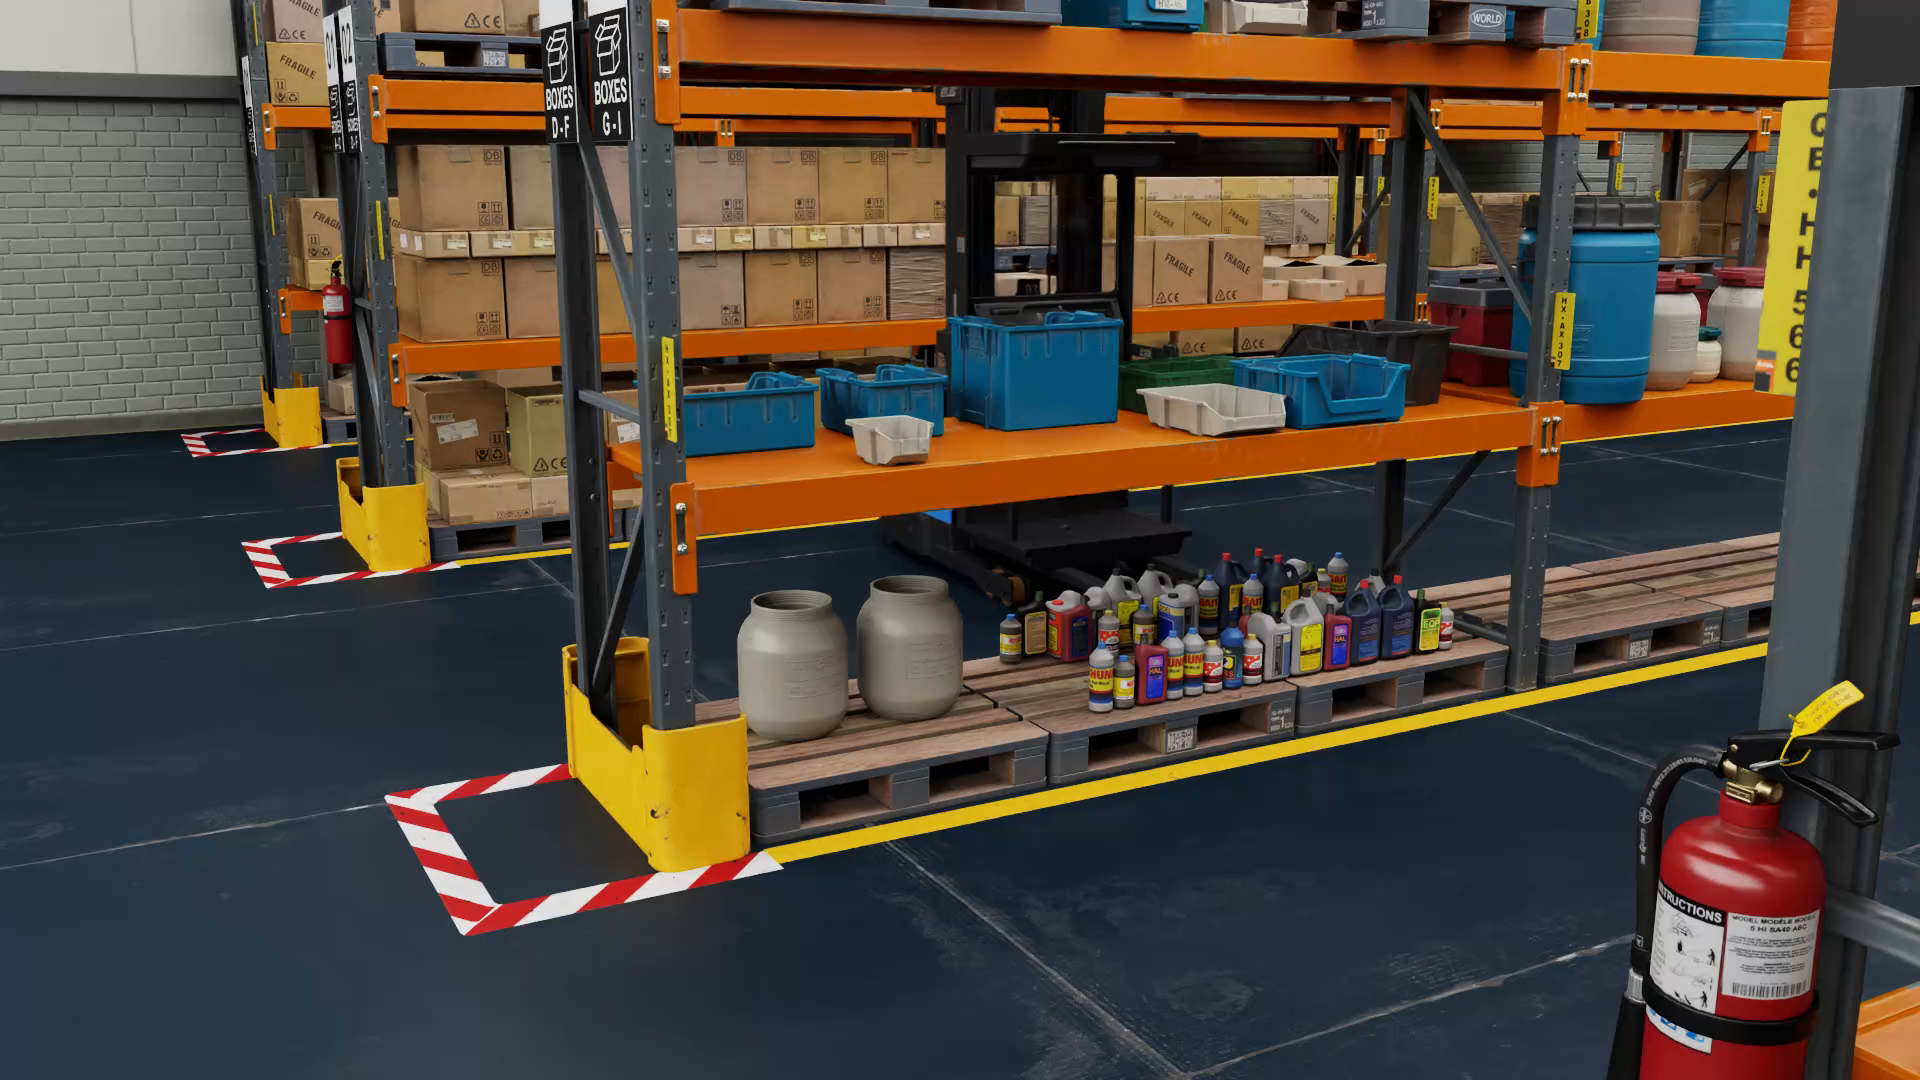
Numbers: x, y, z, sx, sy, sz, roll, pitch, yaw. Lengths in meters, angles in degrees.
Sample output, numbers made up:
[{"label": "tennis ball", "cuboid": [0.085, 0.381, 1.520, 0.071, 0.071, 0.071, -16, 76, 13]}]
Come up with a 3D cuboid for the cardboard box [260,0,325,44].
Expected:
[{"label": "cardboard box", "cuboid": [-5.472, -4.361, 13.772, 0.500, 0.500, 0.500, -8, 15, -32]}]

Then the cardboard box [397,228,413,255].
[{"label": "cardboard box", "cuboid": [-3.306, -1.845, 10.271, 0.250, 0.149, 0.380, -7, 15, -29]}]

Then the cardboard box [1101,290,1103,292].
[{"label": "cardboard box", "cuboid": [0.837, -1.755, 12.148, 0.250, 0.149, 0.380, -7, 14, -28]}]

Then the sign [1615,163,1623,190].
[{"label": "sign", "cuboid": [8.365, -4.615, 21.107, 0.005, 0.325, 0.100, -7, 14, -28]}]

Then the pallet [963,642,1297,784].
[{"label": "pallet", "cuboid": [0.649, 0.683, 7.092, 1.213, 0.211, 1.003, -7, 14, -28]}]

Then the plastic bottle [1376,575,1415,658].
[{"label": "plastic bottle", "cuboid": [1.904, 0.332, 7.333, 0.185, 0.351, 0.144, -7, 15, -29]}]

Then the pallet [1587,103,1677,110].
[{"label": "pallet", "cuboid": [5.468, -3.872, 14.580, 1.003, 0.211, 1.213, -7, 14, -28]}]

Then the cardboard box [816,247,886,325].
[{"label": "cardboard box", "cuboid": [-0.885, -1.768, 11.405, 0.500, 0.500, 0.700, -7, 14, -28]}]

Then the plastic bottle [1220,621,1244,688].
[{"label": "plastic bottle", "cuboid": [1.127, 0.470, 6.902, 0.097, 0.271, 0.097, 0, 13, 0]}]

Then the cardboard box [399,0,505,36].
[{"label": "cardboard box", "cuboid": [-3.044, -3.250, 9.874, 0.637, 0.503, 0.797, -6, 14, -24]}]

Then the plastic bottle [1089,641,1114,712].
[{"label": "plastic bottle", "cuboid": [0.561, 0.538, 6.600, 0.097, 0.271, 0.097, 0, 13, 0]}]

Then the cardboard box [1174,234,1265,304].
[{"label": "cardboard box", "cuboid": [2.007, -2.114, 12.942, 0.500, 0.500, 0.500, -8, 15, -31]}]

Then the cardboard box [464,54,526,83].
[{"label": "cardboard box", "cuboid": [-4.111, -4.032, 14.587, 0.500, 0.500, 0.500, -6, 14, -24]}]

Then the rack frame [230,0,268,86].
[{"label": "rack frame", "cuboid": [-5.927, -5.284, 13.593, 0.127, 3.000, 1.000, -7, 14, -28]}]

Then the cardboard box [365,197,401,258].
[{"label": "cardboard box", "cuboid": [-4.925, -2.702, 14.372, 0.500, 0.500, 0.500, -7, 14, -28]}]

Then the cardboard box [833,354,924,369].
[{"label": "cardboard box", "cuboid": [-0.596, -1.065, 12.106, 0.500, 0.500, 0.500, -7, 14, -28]}]

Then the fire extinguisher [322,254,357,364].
[{"label": "fire extinguisher", "cuboid": [-3.876, -1.442, 10.363, 0.183, 0.674, 0.296, -7, 14, -28]}]

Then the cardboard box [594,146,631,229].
[{"label": "cardboard box", "cuboid": [-2.187, -2.246, 10.577, 0.500, 0.500, 0.700, -7, 14, -28]}]

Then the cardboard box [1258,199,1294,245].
[{"label": "cardboard box", "cuboid": [3.434, -3.619, 18.909, 0.500, 0.500, 0.500, -7, 14, -28]}]

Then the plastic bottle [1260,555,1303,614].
[{"label": "plastic bottle", "cuboid": [1.493, 0.242, 7.735, 0.185, 0.351, 0.144, -7, 14, -28]}]

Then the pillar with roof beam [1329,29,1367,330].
[{"label": "pillar with roof beam", "cuboid": [6.869, -5.957, 16.584, 0.400, 9.000, 9.100, -7, 14, -28]}]

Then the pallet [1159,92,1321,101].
[{"label": "pallet", "cuboid": [1.939, -3.409, 12.523, 1.213, 0.211, 1.003, -6, 14, -25]}]

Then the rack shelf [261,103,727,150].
[{"label": "rack shelf", "cuboid": [-4.171, -3.680, 14.936, 4.000, 0.370, 1.077, -7, 14, -28]}]

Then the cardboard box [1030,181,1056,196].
[{"label": "cardboard box", "cuboid": [0.807, -3.737, 17.674, 0.250, 0.149, 0.380, -9, 16, -35]}]

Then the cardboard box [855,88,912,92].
[{"label": "cardboard box", "cuboid": [-0.815, -4.667, 16.499, 0.500, 0.500, 0.500, -7, 15, -30]}]

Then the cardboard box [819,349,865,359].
[{"label": "cardboard box", "cuboid": [-1.348, -1.918, 16.991, 0.500, 0.500, 0.700, -7, 15, -29]}]

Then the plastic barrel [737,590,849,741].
[{"label": "plastic barrel", "cuboid": [-0.639, 0.477, 6.368, 0.421, 0.512, 0.421, 0, 13, 0]}]

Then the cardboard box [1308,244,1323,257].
[{"label": "cardboard box", "cuboid": [3.986, -3.367, 19.265, 0.250, 0.149, 0.380, -6, 14, -26]}]

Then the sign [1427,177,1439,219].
[{"label": "sign", "cuboid": [3.741, -2.703, 13.150, 0.005, 0.325, 0.100, -7, 14, -28]}]

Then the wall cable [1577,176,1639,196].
[{"label": "wall cable", "cuboid": [8.788, -4.853, 23.028, 1.851, 1.984, 0.084, -7, 14, -28]}]

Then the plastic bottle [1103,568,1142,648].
[{"label": "plastic bottle", "cuboid": [0.722, 0.298, 7.485, 0.185, 0.351, 0.144, -6, 14, -26]}]

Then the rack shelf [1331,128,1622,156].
[{"label": "rack shelf", "cuboid": [6.361, -4.943, 20.546, 4.000, 0.370, 1.077, -7, 14, -28]}]

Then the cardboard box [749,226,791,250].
[{"label": "cardboard box", "cuboid": [-1.290, -1.986, 10.896, 0.250, 0.149, 0.380, -6, 14, -26]}]

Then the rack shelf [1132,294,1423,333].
[{"label": "rack shelf", "cuboid": [1.716, -1.683, 12.895, 4.000, 0.370, 1.077, -7, 14, -28]}]

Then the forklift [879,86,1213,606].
[{"label": "forklift", "cuboid": [0.604, -1.180, 9.175, 1.130, 2.935, 3.031, -6, 14, -26]}]

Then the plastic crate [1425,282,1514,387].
[{"label": "plastic crate", "cuboid": [2.609, -1.010, 8.119, 0.583, 0.464, 0.402, -7, 14, -28]}]

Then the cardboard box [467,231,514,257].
[{"label": "cardboard box", "cuboid": [-2.872, -1.796, 10.054, 0.250, 0.149, 0.380, -7, 15, -29]}]

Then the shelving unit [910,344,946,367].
[{"label": "shelving unit", "cuboid": [-0.182, -0.657, 10.796, 0.189, 1.200, 0.258, -6, 14, -26]}]

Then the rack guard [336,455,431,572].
[{"label": "rack guard", "cuboid": [-3.571, -0.181, 10.275, 0.348, 0.500, 1.175, -7, 14, -28]}]

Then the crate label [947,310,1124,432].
[{"label": "crate label", "cuboid": [0.306, -0.711, 6.856, 0.616, 0.435, 0.502, -7, 14, -28]}]

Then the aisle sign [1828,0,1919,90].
[{"label": "aisle sign", "cuboid": [0.995, -0.813, 1.469, 0.004, 0.787, 0.394, -7, 14, -28]}]

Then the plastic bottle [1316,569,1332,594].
[{"label": "plastic bottle", "cuboid": [1.752, 0.241, 8.076, 0.097, 0.201, 0.097, 0, 13, 0]}]

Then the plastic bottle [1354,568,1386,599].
[{"label": "plastic bottle", "cuboid": [1.835, 0.304, 7.456, 0.185, 0.351, 0.144, -7, 14, -28]}]

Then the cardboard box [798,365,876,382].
[{"label": "cardboard box", "cuboid": [-0.786, -0.912, 11.427, 0.500, 0.500, 0.500, -7, 14, -28]}]

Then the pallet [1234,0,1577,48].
[{"label": "pallet", "cuboid": [1.745, -2.145, 6.908, 1.003, 0.211, 1.213, -7, 14, -28]}]

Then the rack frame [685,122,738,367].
[{"label": "rack frame", "cuboid": [-2.416, -2.778, 16.122, 0.127, 3.000, 1.000, -7, 14, -28]}]

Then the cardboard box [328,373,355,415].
[{"label": "cardboard box", "cuboid": [-5.276, -1.316, 14.745, 0.500, 0.311, 0.500, -9, 15, -34]}]

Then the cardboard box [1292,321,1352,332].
[{"label": "cardboard box", "cuboid": [4.098, -2.682, 19.636, 0.750, 0.750, 0.750, -7, 14, -27]}]
